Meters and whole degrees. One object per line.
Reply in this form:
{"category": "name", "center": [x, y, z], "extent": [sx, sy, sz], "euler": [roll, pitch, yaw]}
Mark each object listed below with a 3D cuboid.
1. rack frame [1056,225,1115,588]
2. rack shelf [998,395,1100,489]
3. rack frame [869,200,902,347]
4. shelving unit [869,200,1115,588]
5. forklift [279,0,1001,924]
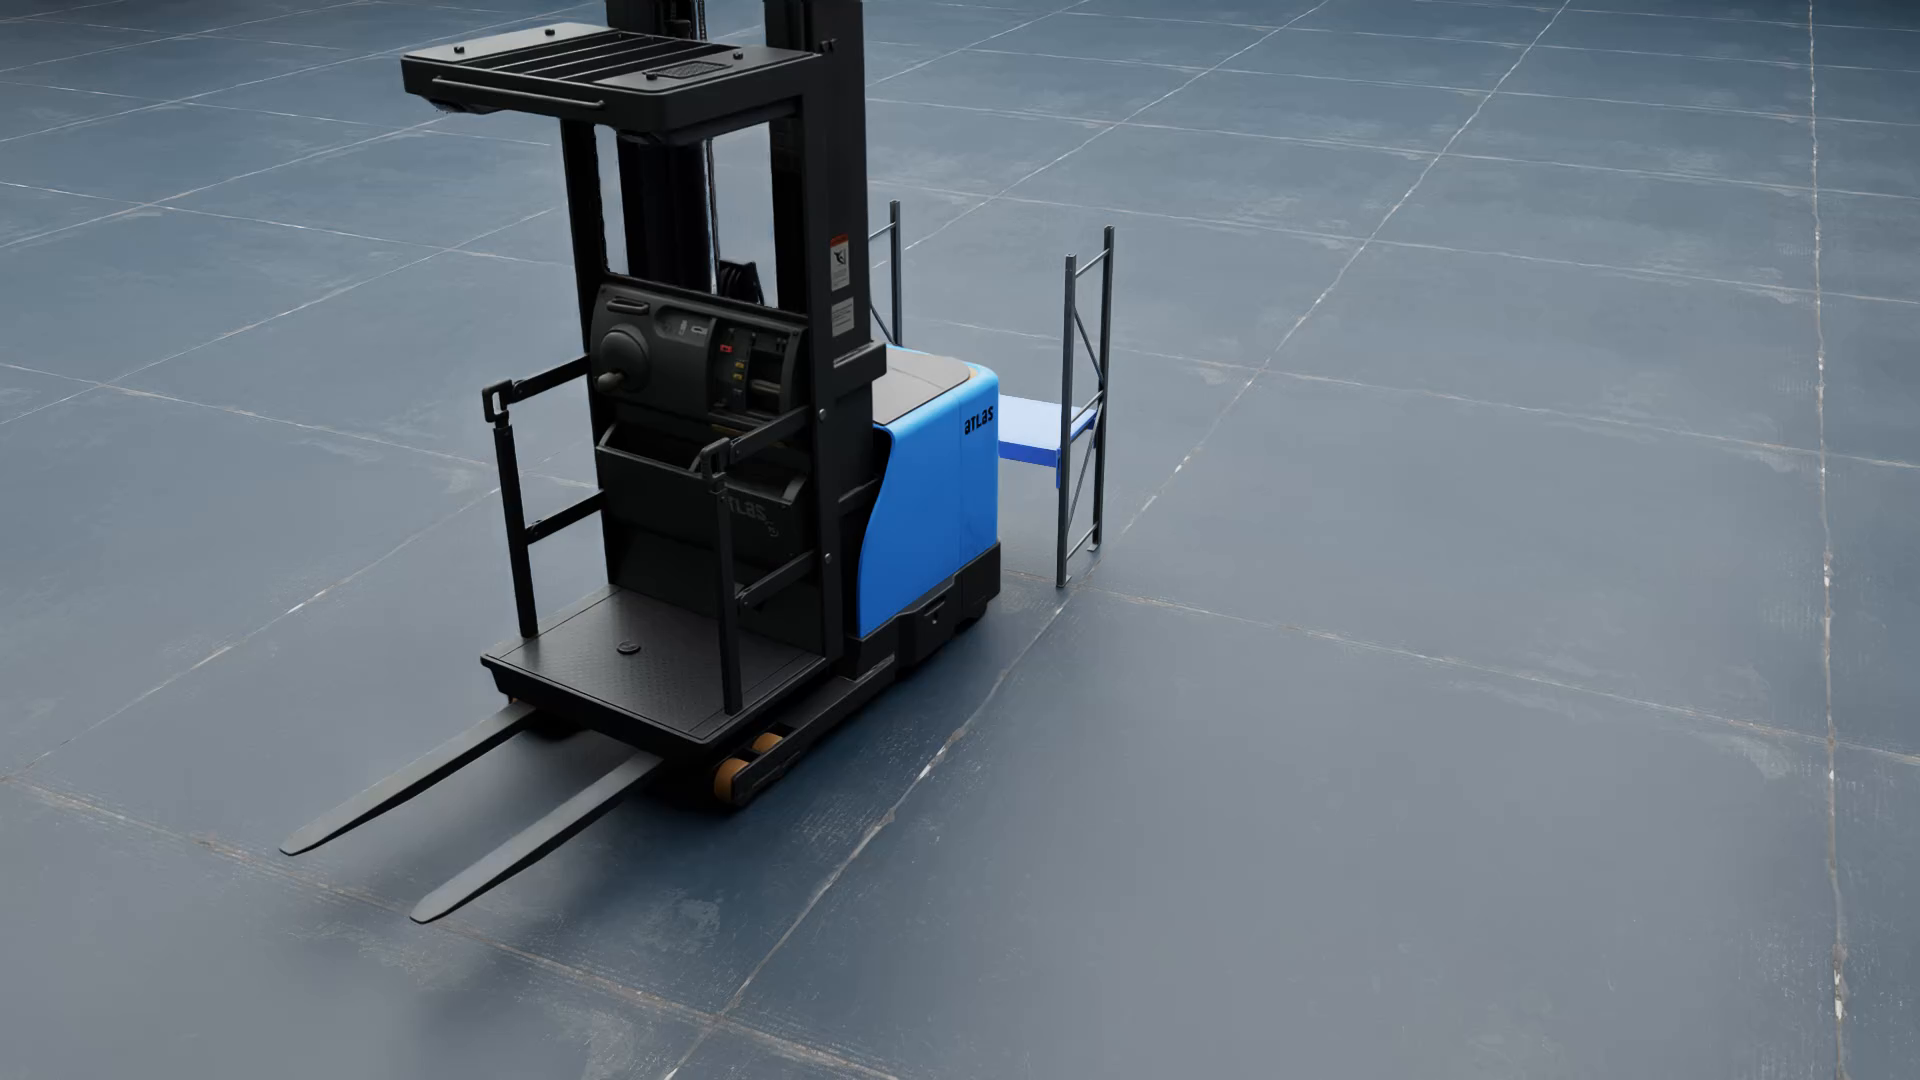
{"category": "rack frame", "center": [0.540, -0.564, 7.198], "extent": [0.032, 1.500, 0.500], "euler": [11, 28, 22]}
{"category": "rack shelf", "center": [0.078, -0.496, 7.466], "extent": [1.000, 0.185, 0.538], "euler": [11, 28, 22]}
{"category": "rack frame", "center": [-0.385, -0.750, 7.576], "extent": [0.032, 1.500, 0.500], "euler": [11, 28, 22]}
{"category": "shelving unit", "center": [0.078, -0.657, 7.387], "extent": [1.048, 1.500, 0.538], "euler": [11, 28, 22]}
{"category": "forklift", "center": [-1.051, -0.617, 5.686], "extent": [1.130, 2.935, 3.031], "euler": [16, 30, 29]}
